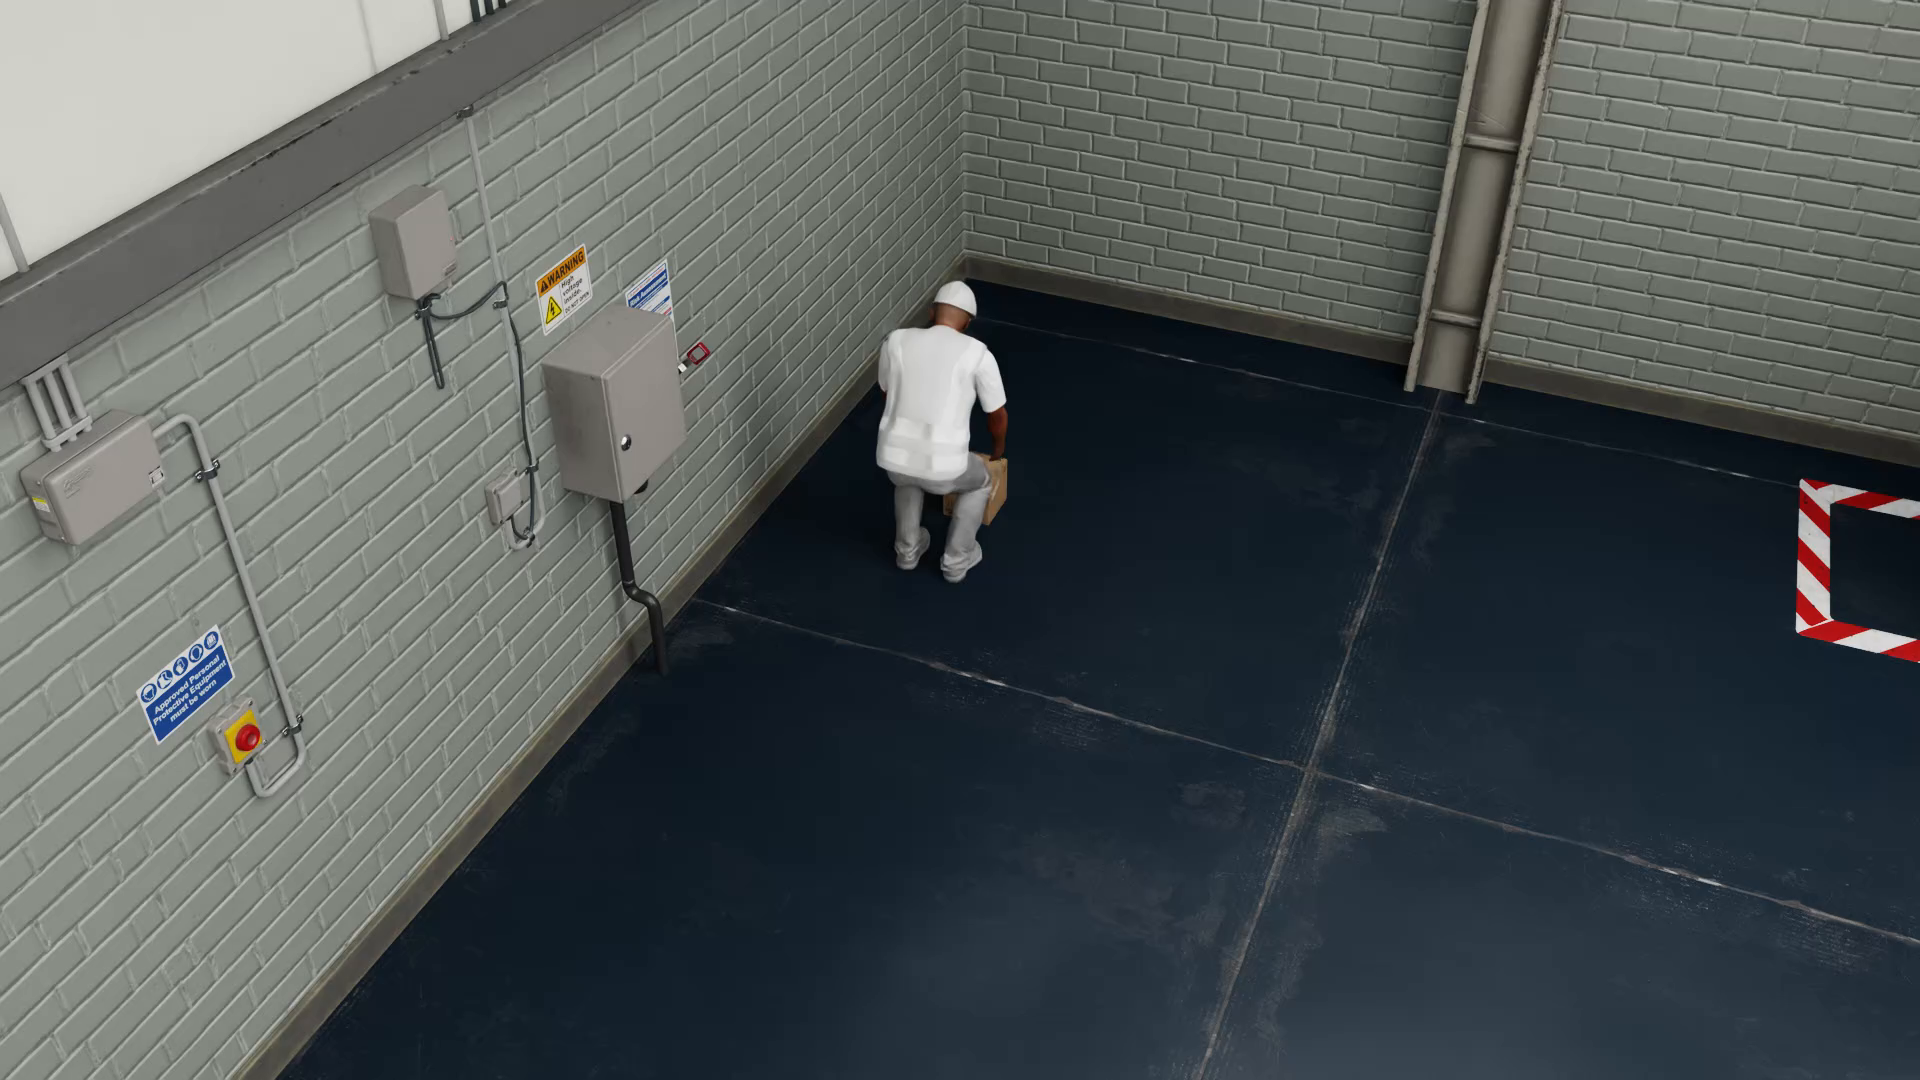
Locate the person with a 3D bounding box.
[{"bbox_3d":[-0.123,-0.485,7.788,0.631,1.343,0.792,14,39,18],"label":"person"}]
